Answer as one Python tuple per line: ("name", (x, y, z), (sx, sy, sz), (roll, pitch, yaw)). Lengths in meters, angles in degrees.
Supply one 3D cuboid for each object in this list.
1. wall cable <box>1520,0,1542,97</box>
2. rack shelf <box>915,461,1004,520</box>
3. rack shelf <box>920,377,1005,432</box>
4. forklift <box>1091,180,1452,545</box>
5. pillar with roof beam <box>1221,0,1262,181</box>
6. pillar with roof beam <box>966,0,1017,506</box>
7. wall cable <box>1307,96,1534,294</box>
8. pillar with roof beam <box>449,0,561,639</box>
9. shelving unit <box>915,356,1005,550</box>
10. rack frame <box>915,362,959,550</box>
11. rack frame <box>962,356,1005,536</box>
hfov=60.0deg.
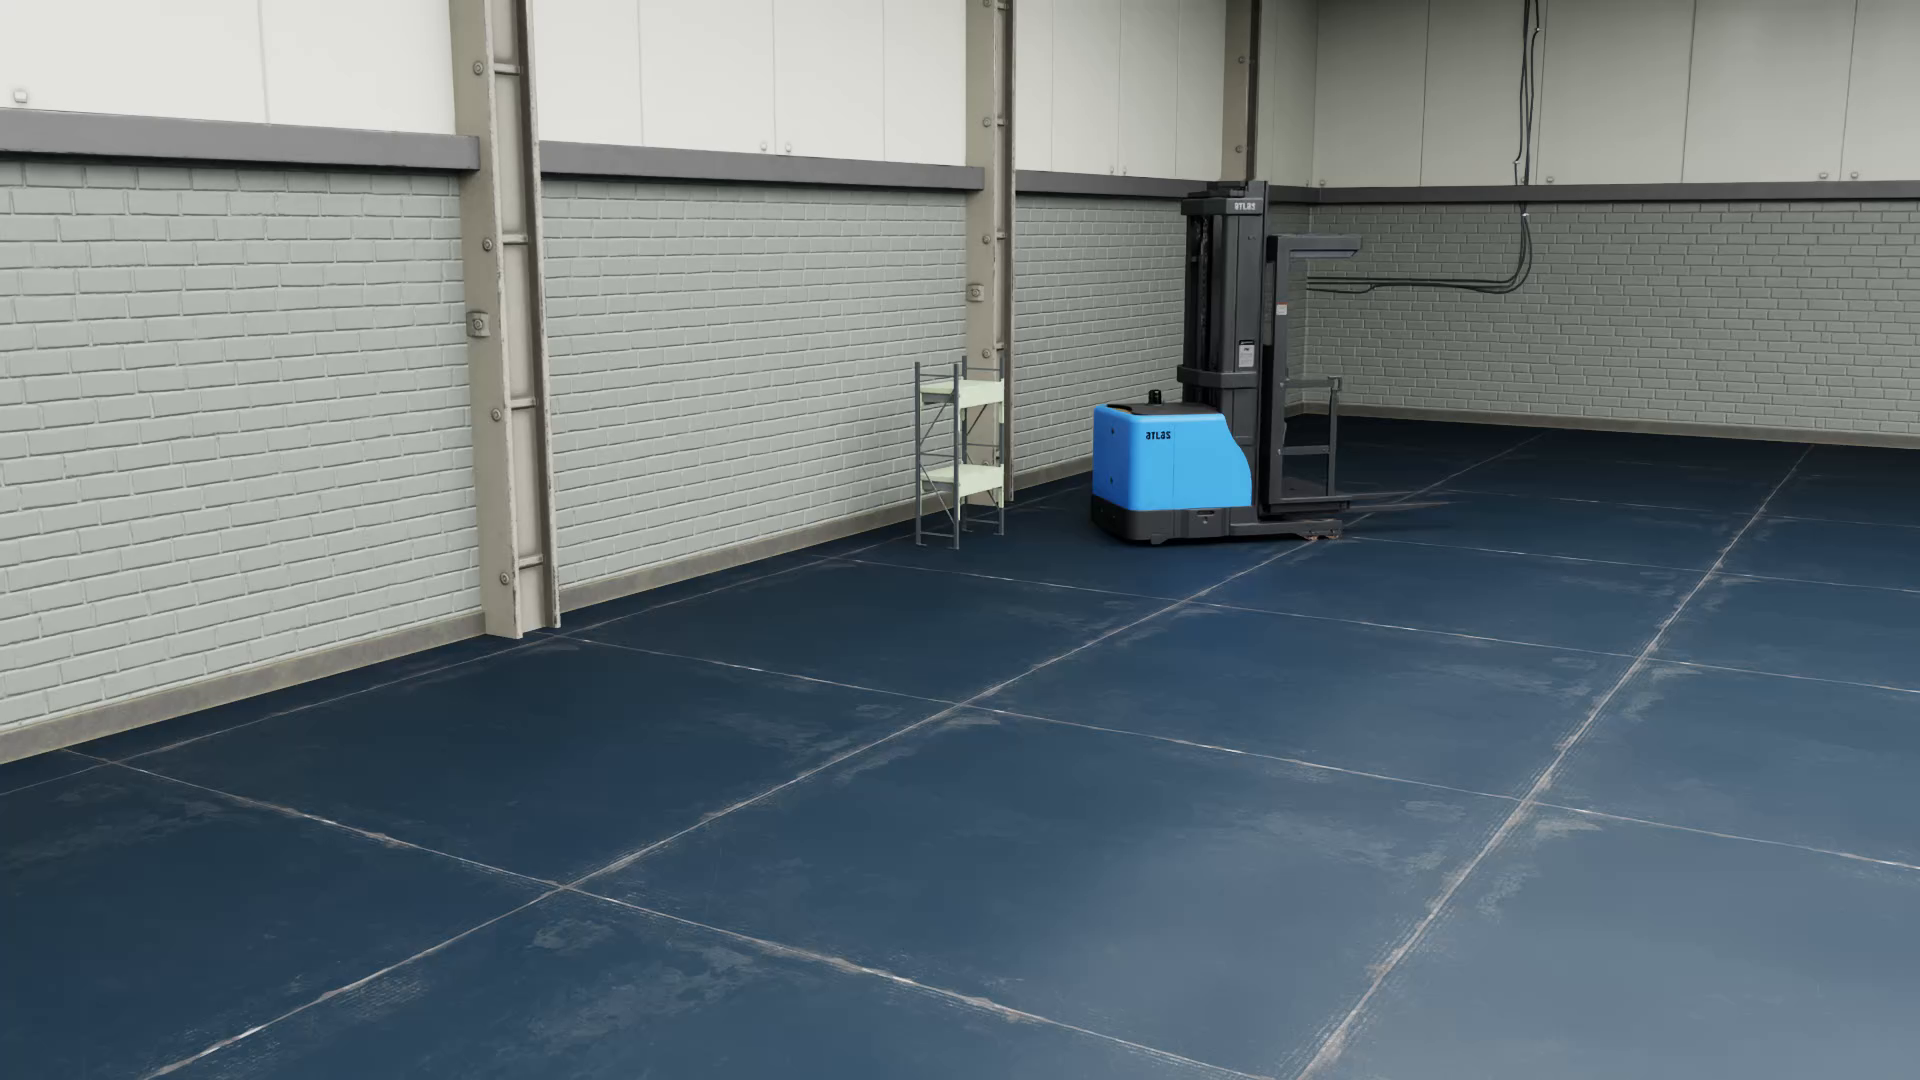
("wall cable", (8.367, -6.765, 20.261), (3.097, 2.526, 0.112), (6, 12, 31))
("rack shelf", (0.003, -0.418, 13.796), (0.431, 0.370, 0.720), (6, 12, 31))
("rack shelf", (0.003, -1.122, 13.664), (0.431, 0.370, 0.720), (6, 12, 31))
("forklift", (2.703, -1.529, 14.072), (3.031, 2.935, 1.130), (-3, 11, -15))
("pillar with roof beam", (7.075, -5.319, 17.823), (9.100, 9.000, 0.400), (6, 12, 31))
("pillar with roof beam", (3.960, -4.375, 12.783), (9.100, 9.000, 0.400), (6, 12, 31))
("wall cable", (6.055, -4.541, 22.106), (3.097, 2.526, 0.112), (6, 12, 31))
("pillar with roof beam", (0.845, -3.431, 7.743), (9.100, 9.000, 0.400), (6, 12, 31))
("shelving unit", (0.003, -0.738, 13.736), (0.431, 1.500, 0.755), (6, 12, 31))
("rack frame", (-0.187, -0.681, 13.429), (0.400, 1.500, 0.023), (6, 12, 31))
("rack frame", (0.193, -0.796, 14.044), (0.400, 1.500, 0.023), (6, 12, 31))
